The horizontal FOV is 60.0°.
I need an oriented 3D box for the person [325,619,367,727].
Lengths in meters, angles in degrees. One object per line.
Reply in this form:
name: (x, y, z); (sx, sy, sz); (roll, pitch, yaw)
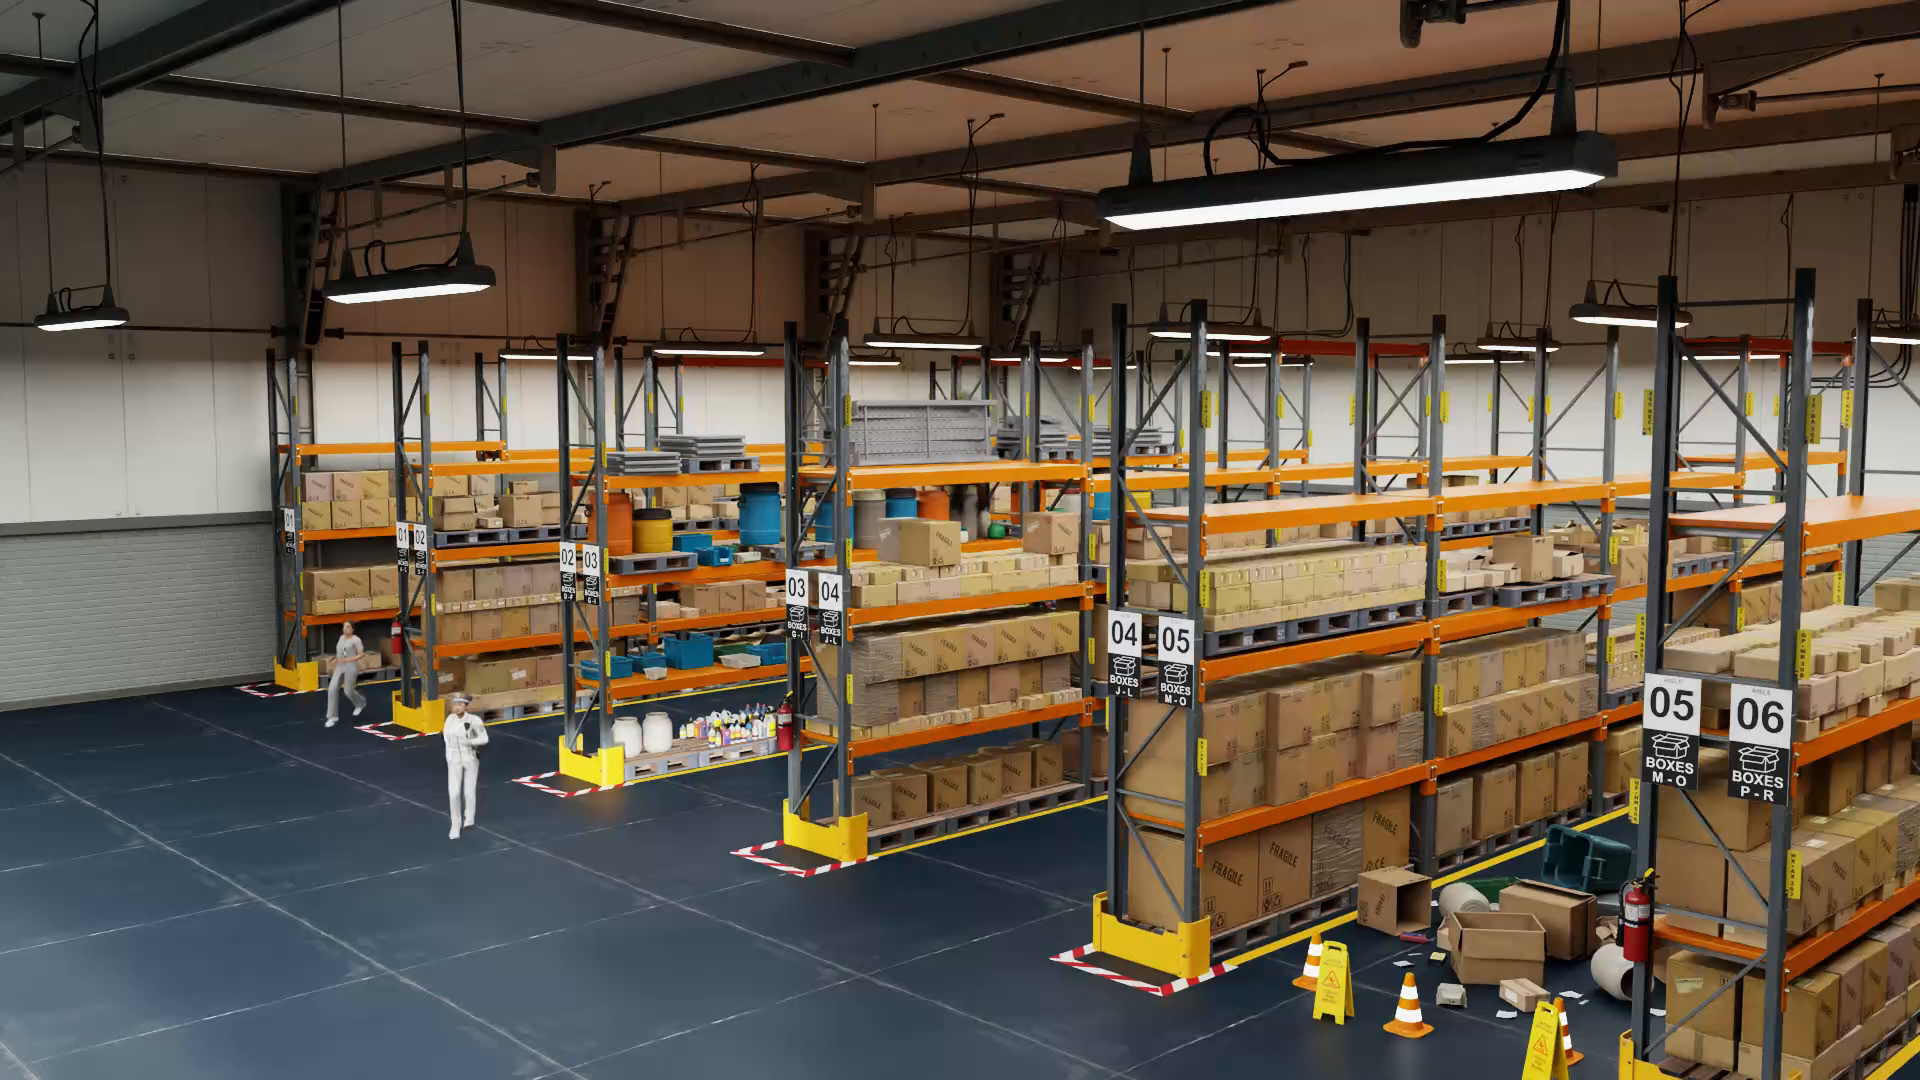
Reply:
person: (-9.649, 2.081, 26.306); (0.593, 1.674, 0.891); (2, 5, 19)

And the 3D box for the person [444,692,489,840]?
person: (-5.831, 2.645, 19.588); (0.578, 1.757, 0.720); (0, 5, -4)

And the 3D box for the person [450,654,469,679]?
person: (-8.427, 1.868, 28.161); (0.854, 1.760, 0.708); (-5, 7, -43)
